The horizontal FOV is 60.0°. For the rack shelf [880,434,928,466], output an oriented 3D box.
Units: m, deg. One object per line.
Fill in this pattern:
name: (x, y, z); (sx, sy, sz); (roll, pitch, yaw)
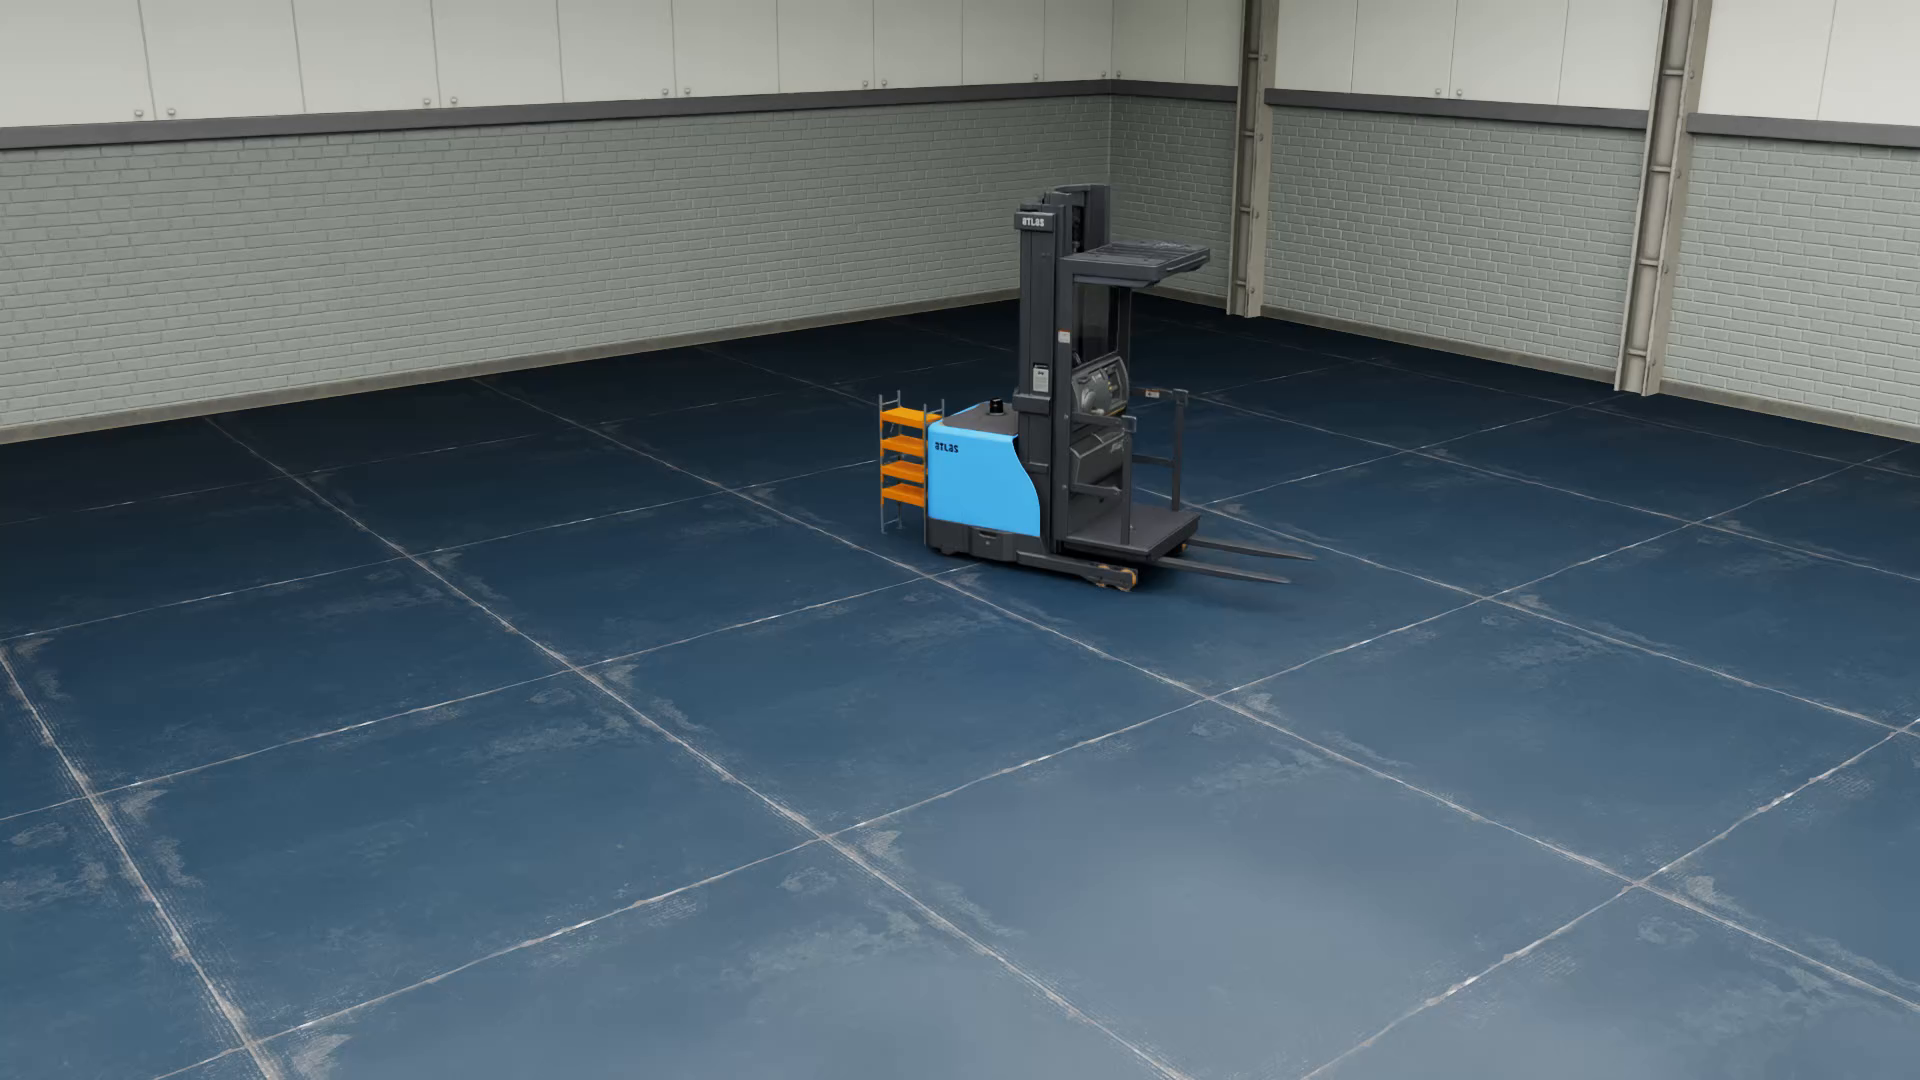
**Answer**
rack shelf: (-0.395, -0.746, 13.709); (0.480, 0.148, 0.258); (15, 24, 38)

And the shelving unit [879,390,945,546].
shelving unit: (-0.395, -0.597, 13.758); (0.503, 1.200, 0.258); (15, 24, 38)

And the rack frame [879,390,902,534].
rack frame: (-0.580, -0.647, 13.909); (0.015, 1.200, 0.240); (15, 24, 38)

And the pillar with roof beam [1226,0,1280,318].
pillar with roof beam: (0.630, -6.610, 19.510); (9.100, 9.000, 0.400); (-14, 23, -36)

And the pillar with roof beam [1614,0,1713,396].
pillar with roof beam: (4.356, -5.132, 15.045); (9.100, 9.000, 0.400); (-14, 23, -36)

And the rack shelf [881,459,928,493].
rack shelf: (-0.395, -0.534, 13.779); (0.480, 0.148, 0.258); (15, 24, 38)

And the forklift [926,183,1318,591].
forklift: (1.264, -1.192, 12.799); (3.031, 2.935, 1.130); (10, 21, 28)

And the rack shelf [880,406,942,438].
rack shelf: (-0.395, -0.971, 13.635); (0.480, 0.148, 0.258); (15, 24, 38)

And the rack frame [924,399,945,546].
rack frame: (-0.209, -0.548, 13.608); (0.015, 1.200, 0.240); (15, 24, 38)

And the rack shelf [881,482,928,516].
rack shelf: (-0.395, -0.345, 13.842); (0.480, 0.148, 0.258); (15, 24, 38)
